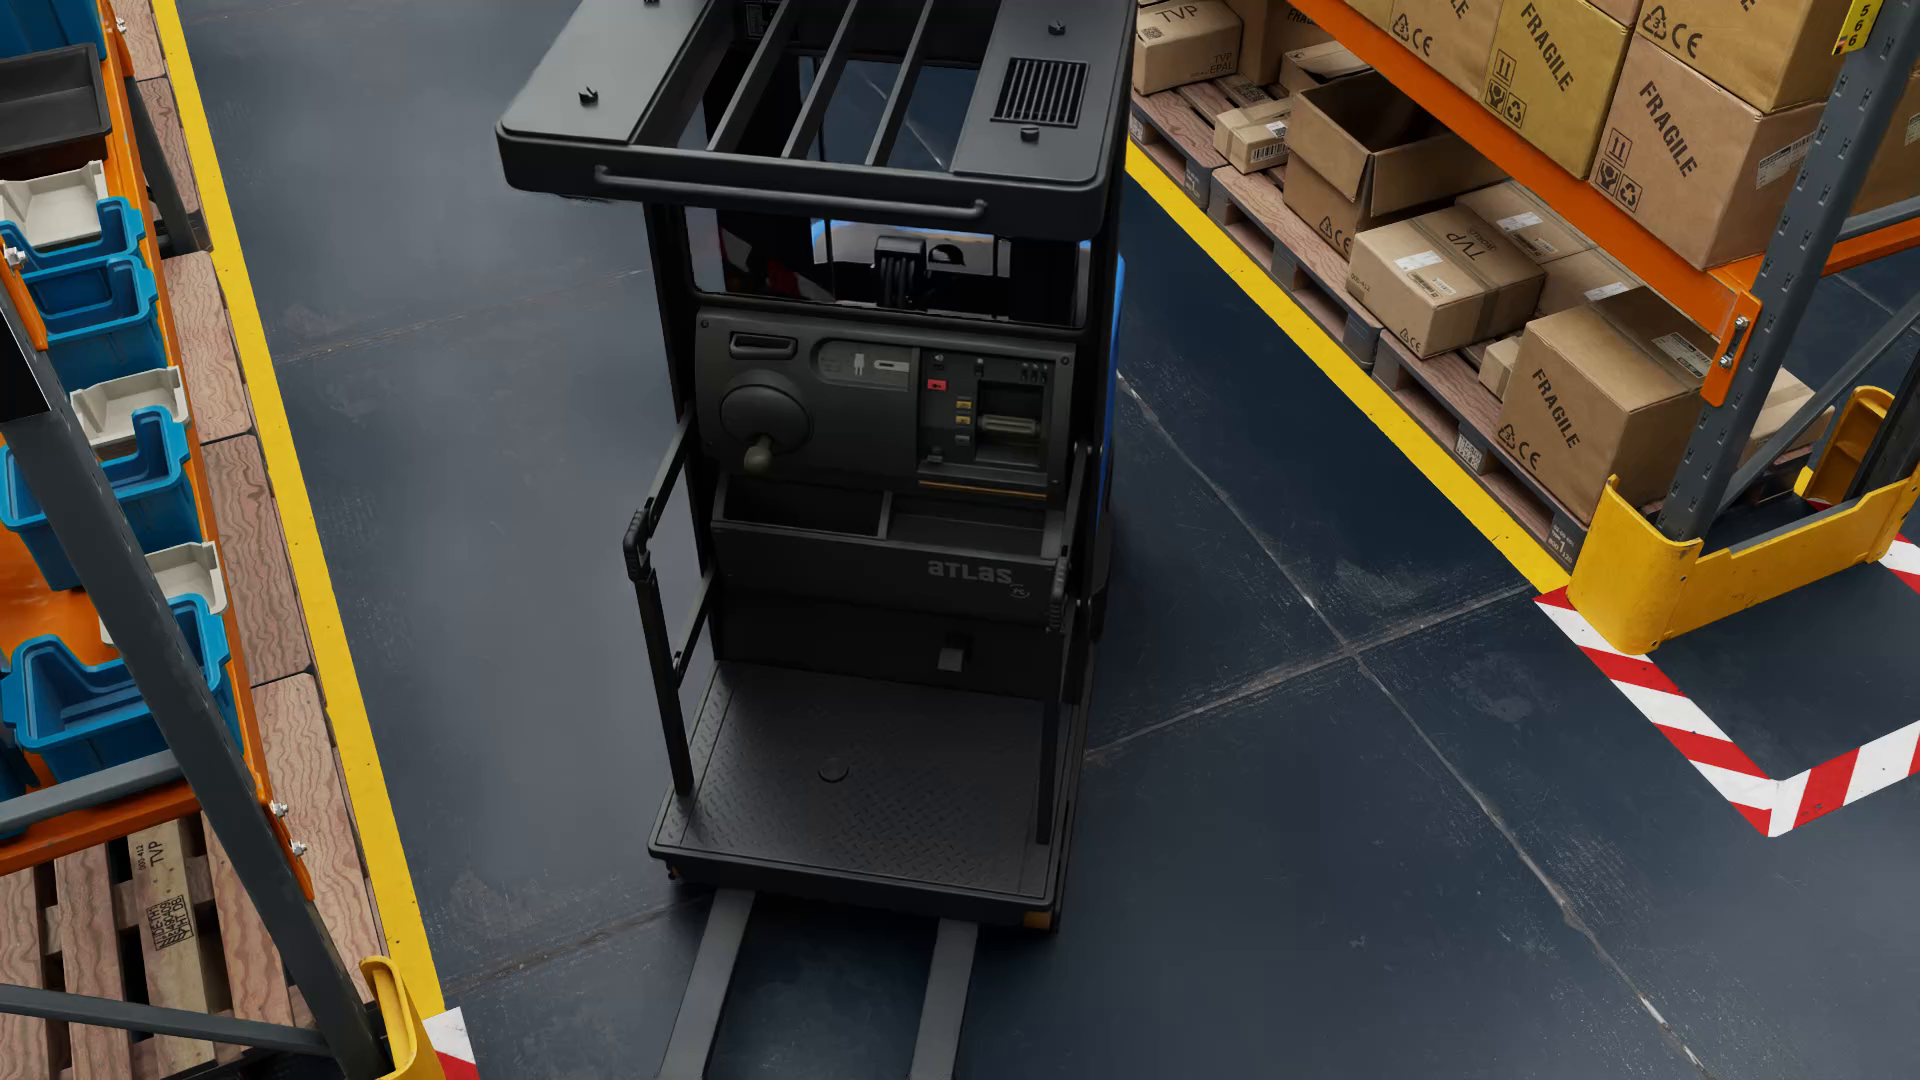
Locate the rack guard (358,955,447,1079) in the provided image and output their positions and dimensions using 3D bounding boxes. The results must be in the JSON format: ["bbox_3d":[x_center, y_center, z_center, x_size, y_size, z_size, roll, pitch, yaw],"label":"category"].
[{"bbox_3d":[-1.836,1.449,3.925,1.175,0.500,0.348,-18,47,-17],"label":"rack guard"}]

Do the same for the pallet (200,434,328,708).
[{"bbox_3d":[-2.679,0.227,5.369,1.003,0.211,1.213,-18,47,-17],"label":"pallet"}]

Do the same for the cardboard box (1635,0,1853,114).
[{"bbox_3d":[2.201,-1.506,4.358,0.500,0.500,0.500,-18,48,-18],"label":"cardboard box"}]

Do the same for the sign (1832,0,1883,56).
[{"bbox_3d":[2.126,-1.286,3.868,0.100,0.325,0.005,-18,47,-17],"label":"sign"}]

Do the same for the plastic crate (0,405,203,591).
[{"bbox_3d":[-1.940,-0.088,3.780,0.416,0.233,0.300,-18,47,-17],"label":"plastic crate"}]

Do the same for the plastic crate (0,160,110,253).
[{"bbox_3d":[-2.535,-0.908,4.679,0.293,0.136,0.466,-18,47,-17],"label":"plastic crate"}]

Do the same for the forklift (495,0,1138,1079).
[{"bbox_3d":[-0.222,-0.236,3.903,1.130,2.935,3.031,7,45,7],"label":"forklift"}]

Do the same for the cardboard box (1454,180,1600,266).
[{"bbox_3d":[2.246,-1.158,6.432,0.500,0.250,0.500,-18,47,-17],"label":"cardboard box"}]

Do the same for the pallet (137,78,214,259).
[{"bbox_3d":[-3.826,-1.513,7.133,1.003,0.211,1.213,-18,47,-17],"label":"pallet"}]

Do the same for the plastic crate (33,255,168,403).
[{"bbox_3d":[-2.217,-0.507,4.205,0.416,0.233,0.300,-18,47,-17],"label":"plastic crate"}]

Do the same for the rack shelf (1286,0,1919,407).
[{"bbox_3d":[1.797,-1.931,6.084,1.077,0.370,4.000,-18,47,-17],"label":"rack shelf"}]

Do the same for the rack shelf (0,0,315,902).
[{"bbox_3d":[-2.699,-0.471,4.603,1.077,0.370,4.000,-18,47,-17],"label":"rack shelf"}]

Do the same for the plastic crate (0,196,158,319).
[{"bbox_3d":[-2.343,-0.699,4.399,0.416,0.233,0.300,-18,47,-17],"label":"plastic crate"}]

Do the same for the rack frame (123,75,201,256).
[{"bbox_3d":[-3.540,-2.001,5.642,1.000,3.000,0.127,-18,47,-17],"label":"rack frame"}]

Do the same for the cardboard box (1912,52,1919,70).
[{"bbox_3d":[2.691,-1.665,4.518,0.500,0.500,0.500,-17,47,-16],"label":"cardboard box"}]

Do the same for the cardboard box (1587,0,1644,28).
[{"bbox_3d":[1.988,-1.828,4.684,0.500,0.500,0.500,-17,47,-16],"label":"cardboard box"}]

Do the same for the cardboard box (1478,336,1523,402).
[{"bbox_3d":[2.097,-0.619,5.946,0.380,0.166,0.250,-18,47,-17],"label":"cardboard box"}]

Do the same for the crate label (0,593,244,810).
[{"bbox_3d":[-1.663,0.332,3.355,0.416,0.233,0.303,-18,47,-17],"label":"crate label"}]

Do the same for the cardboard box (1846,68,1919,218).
[{"bbox_3d":[2.691,-1.309,4.870,0.500,0.500,0.500,-17,47,-17],"label":"cardboard box"}]

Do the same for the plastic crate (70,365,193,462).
[{"bbox_3d":[-2.008,-0.295,4.059,0.250,0.136,0.298,-18,47,-17],"label":"plastic crate"}]

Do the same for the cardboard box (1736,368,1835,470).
[{"bbox_3d":[2.774,-0.423,5.759,0.380,0.149,0.250,-18,47,-17],"label":"cardboard box"}]

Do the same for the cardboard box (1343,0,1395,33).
[{"bbox_3d":[1.565,-2.123,5.695,0.500,0.500,0.500,-19,48,-18],"label":"cardboard box"}]

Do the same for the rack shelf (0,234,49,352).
[{"bbox_3d":[-2.699,-1.538,3.550,1.077,0.370,4.000,-18,47,-17],"label":"rack shelf"}]

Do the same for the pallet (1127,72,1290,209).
[{"bbox_3d":[1.244,-2.031,7.658,1.003,0.211,1.213,-18,47,-17],"label":"pallet"}]

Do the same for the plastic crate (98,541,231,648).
[{"bbox_3d":[-1.723,0.137,3.621,0.250,0.136,0.298,-18,47,-17],"label":"plastic crate"}]

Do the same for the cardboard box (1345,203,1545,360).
[{"bbox_3d":[1.814,-0.978,6.250,0.500,0.250,0.500,-18,47,-17],"label":"cardboard box"}]

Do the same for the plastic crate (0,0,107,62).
[{"bbox_3d":[-3.034,-1.820,5.428,0.392,0.384,0.575,-18,47,-17],"label":"plastic crate"}]

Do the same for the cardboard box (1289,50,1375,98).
[{"bbox_3d":[1.768,-1.904,7.145,0.500,0.311,0.500,-18,47,-17],"label":"cardboard box"}]

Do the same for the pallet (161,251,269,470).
[{"bbox_3d":[-3.195,-0.551,6.159,1.003,0.211,1.213,-18,47,-17],"label":"pallet"}]

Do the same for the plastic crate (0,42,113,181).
[{"bbox_3d":[-2.825,-1.291,5.075,0.437,0.125,0.590,-18,47,-17],"label":"plastic crate"}]

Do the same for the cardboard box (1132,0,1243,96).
[{"bbox_3d":[0.936,-2.330,7.577,0.500,0.311,0.500,-18,47,-17],"label":"cardboard box"}]

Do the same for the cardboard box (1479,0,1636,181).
[{"bbox_3d":[1.981,-1.483,5.046,0.500,0.500,0.500,-18,47,-17],"label":"cardboard box"}]

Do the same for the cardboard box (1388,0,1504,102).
[{"bbox_3d":[1.776,-1.802,5.370,0.500,0.500,0.500,-18,47,-17],"label":"cardboard box"}]

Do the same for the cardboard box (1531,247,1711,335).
[{"bbox_3d":[2.456,-0.839,6.109,0.500,0.250,0.500,-18,47,-17],"label":"cardboard box"}]

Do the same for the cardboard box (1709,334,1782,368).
[{"bbox_3d":[2.668,-0.588,5.915,0.380,0.166,0.250,-18,47,-17],"label":"cardboard box"}]

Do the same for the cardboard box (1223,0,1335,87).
[{"bbox_3d":[1.453,-2.449,7.563,0.500,0.500,0.500,-18,47,-17],"label":"cardboard box"}]

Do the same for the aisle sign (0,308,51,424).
[{"bbox_3d":[-1.558,-0.419,2.188,0.394,0.787,0.004,-18,47,-17],"label":"aisle sign"}]

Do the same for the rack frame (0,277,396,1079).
[{"bbox_3d":[-1.861,0.549,3.058,0.949,2.616,0.053,-18,47,-17],"label":"rack frame"}]

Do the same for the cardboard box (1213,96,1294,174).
[{"bbox_3d":[1.309,-1.730,7.072,0.380,0.166,0.250,-18,47,-17],"label":"cardboard box"}]

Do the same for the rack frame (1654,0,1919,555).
[{"bbox_3d":[2.638,-0.913,4.539,1.000,3.000,0.127,-18,47,-17],"label":"rack frame"}]

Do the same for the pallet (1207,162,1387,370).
[{"bbox_3d":[1.761,-1.252,6.869,1.003,0.211,1.213,-18,47,-17],"label":"pallet"}]

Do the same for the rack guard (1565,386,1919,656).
[{"bbox_3d":[2.606,-0.071,5.466,1.175,0.500,0.348,-18,47,-17],"label":"rack guard"}]

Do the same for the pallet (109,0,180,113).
[{"bbox_3d":[-4.343,-2.291,7.922,1.003,0.211,1.213,-18,47,-17],"label":"pallet"}]

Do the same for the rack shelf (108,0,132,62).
[{"bbox_3d":[-4.381,-3.020,7.187,1.077,0.370,4.000,-18,47,-17],"label":"rack shelf"}]

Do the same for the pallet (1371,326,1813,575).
[{"bbox_3d":[2.270,-0.476,6.082,1.003,0.211,1.213,-18,47,-17],"label":"pallet"}]

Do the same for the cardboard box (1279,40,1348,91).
[{"bbox_3d":[1.665,-2.103,7.462,0.380,0.149,0.250,-18,47,-17],"label":"cardboard box"}]

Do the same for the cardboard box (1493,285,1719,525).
[{"bbox_3d":[2.186,-0.453,5.540,0.500,0.500,0.500,-18,47,-17],"label":"cardboard box"}]

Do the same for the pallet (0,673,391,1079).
[{"bbox_3d":[-2.169,1.004,4.583,1.003,0.211,1.213,-18,47,-17],"label":"pallet"}]

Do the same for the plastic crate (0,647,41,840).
[{"bbox_3d":[-2.168,0.356,3.186,0.616,0.435,0.499,-18,47,-17],"label":"plastic crate"}]

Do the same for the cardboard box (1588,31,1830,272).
[{"bbox_3d":[2.203,-1.153,4.712,0.500,0.500,0.500,-17,47,-16],"label":"cardboard box"}]

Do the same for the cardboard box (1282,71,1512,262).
[{"bbox_3d":[1.751,-1.534,6.633,0.797,0.503,0.637,-18,47,-17],"label":"cardboard box"}]
